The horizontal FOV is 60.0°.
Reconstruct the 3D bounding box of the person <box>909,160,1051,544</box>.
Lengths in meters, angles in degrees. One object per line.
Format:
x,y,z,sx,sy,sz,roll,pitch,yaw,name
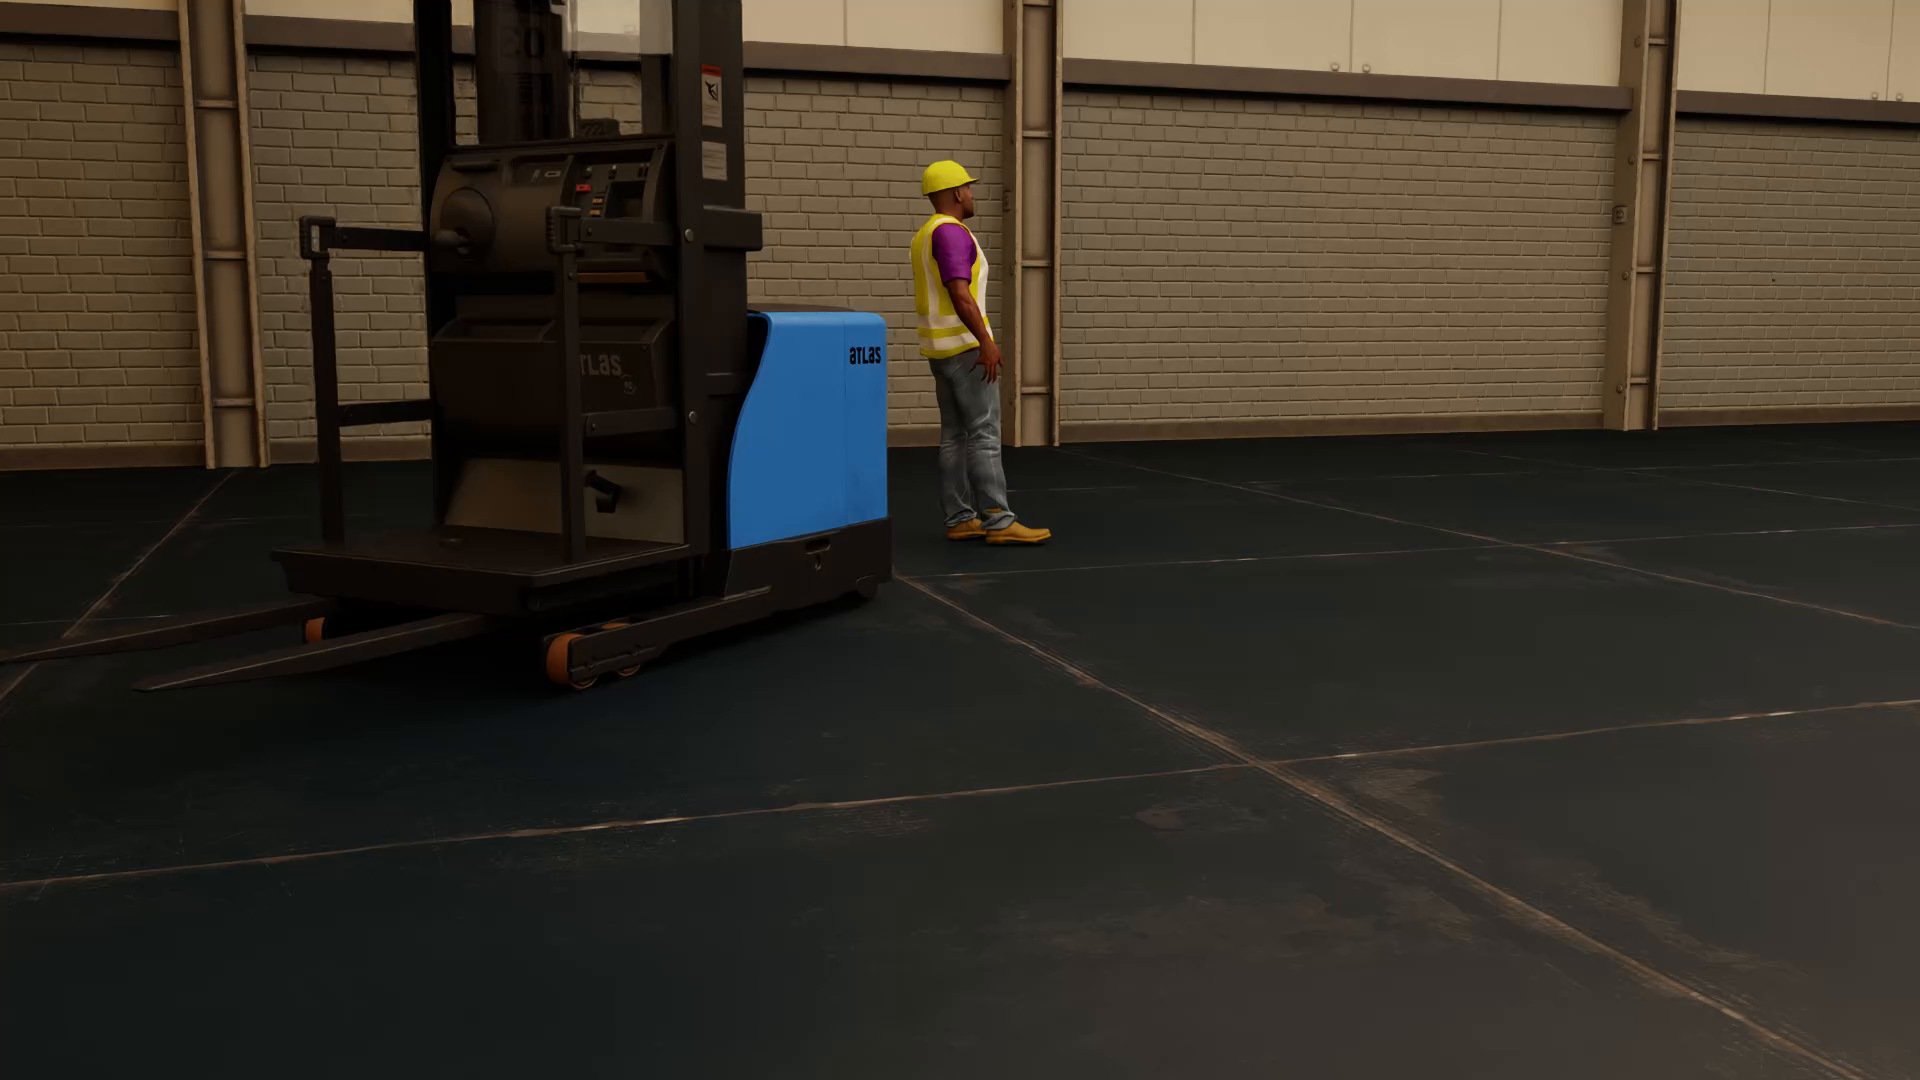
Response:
0.068,-0.885,7.820,0.575,1.768,0.665,-3,8,-18,person

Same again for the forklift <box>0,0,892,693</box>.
-1.408,-1.092,5.073,1.130,2.935,3.031,4,9,28,forklift
